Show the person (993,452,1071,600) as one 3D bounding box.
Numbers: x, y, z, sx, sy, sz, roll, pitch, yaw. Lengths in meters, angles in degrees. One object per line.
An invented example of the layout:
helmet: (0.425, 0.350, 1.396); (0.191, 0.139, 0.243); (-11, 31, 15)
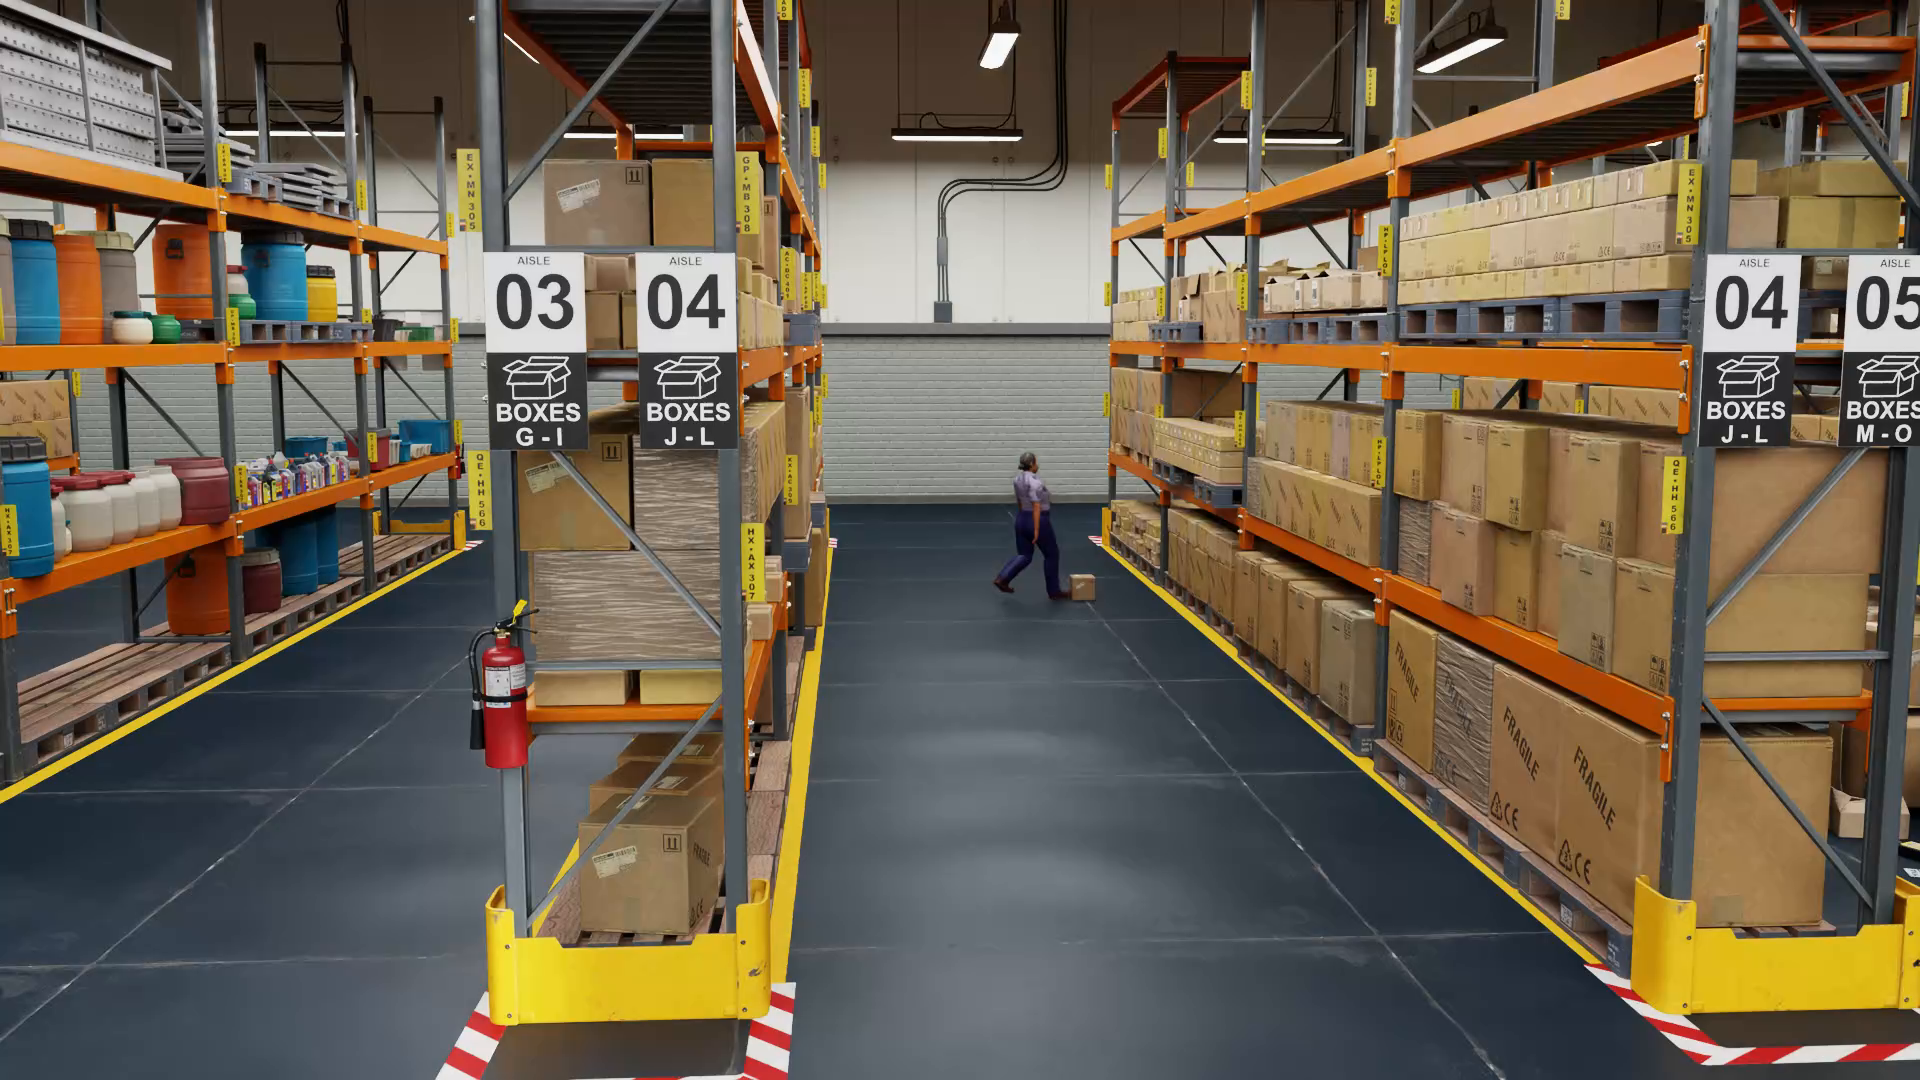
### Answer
person: (0.789, -0.150, 18.080); (0.860, 1.608, 0.482); (-5, 9, -37)
